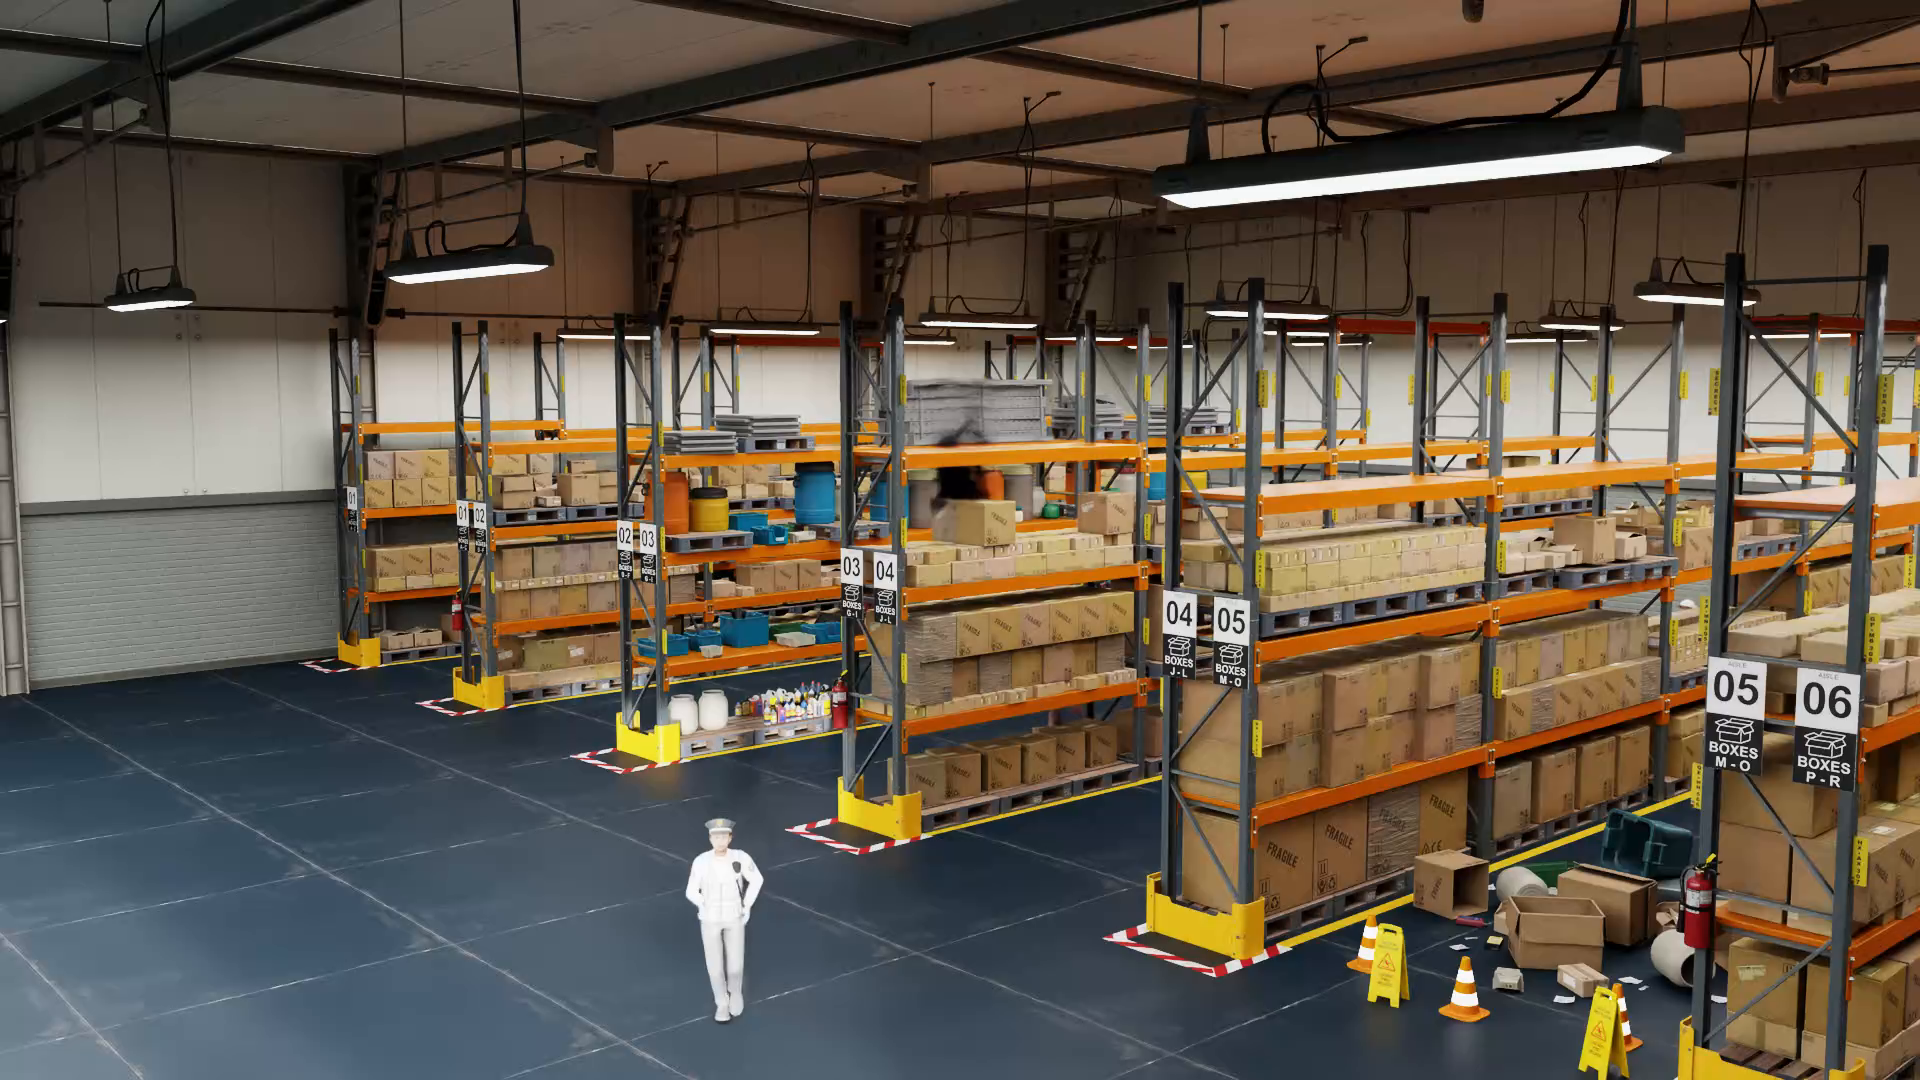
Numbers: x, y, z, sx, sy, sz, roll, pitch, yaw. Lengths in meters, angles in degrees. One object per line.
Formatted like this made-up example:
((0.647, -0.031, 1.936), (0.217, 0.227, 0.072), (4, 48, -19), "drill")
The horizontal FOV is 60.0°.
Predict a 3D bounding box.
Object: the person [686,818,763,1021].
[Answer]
((-1.875, 3.028, 13.201), (0.602, 1.655, 0.554), (0, 6, -4), "person")

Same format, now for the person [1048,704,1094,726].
((1.508, 2.009, 23.317), (0.969, 1.650, 0.574), (-6, 8, -44), "person")

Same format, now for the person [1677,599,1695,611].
((11.191, 1.777, 25.570), (0.694, 1.724, 0.683), (-4, 7, -35), "person")
